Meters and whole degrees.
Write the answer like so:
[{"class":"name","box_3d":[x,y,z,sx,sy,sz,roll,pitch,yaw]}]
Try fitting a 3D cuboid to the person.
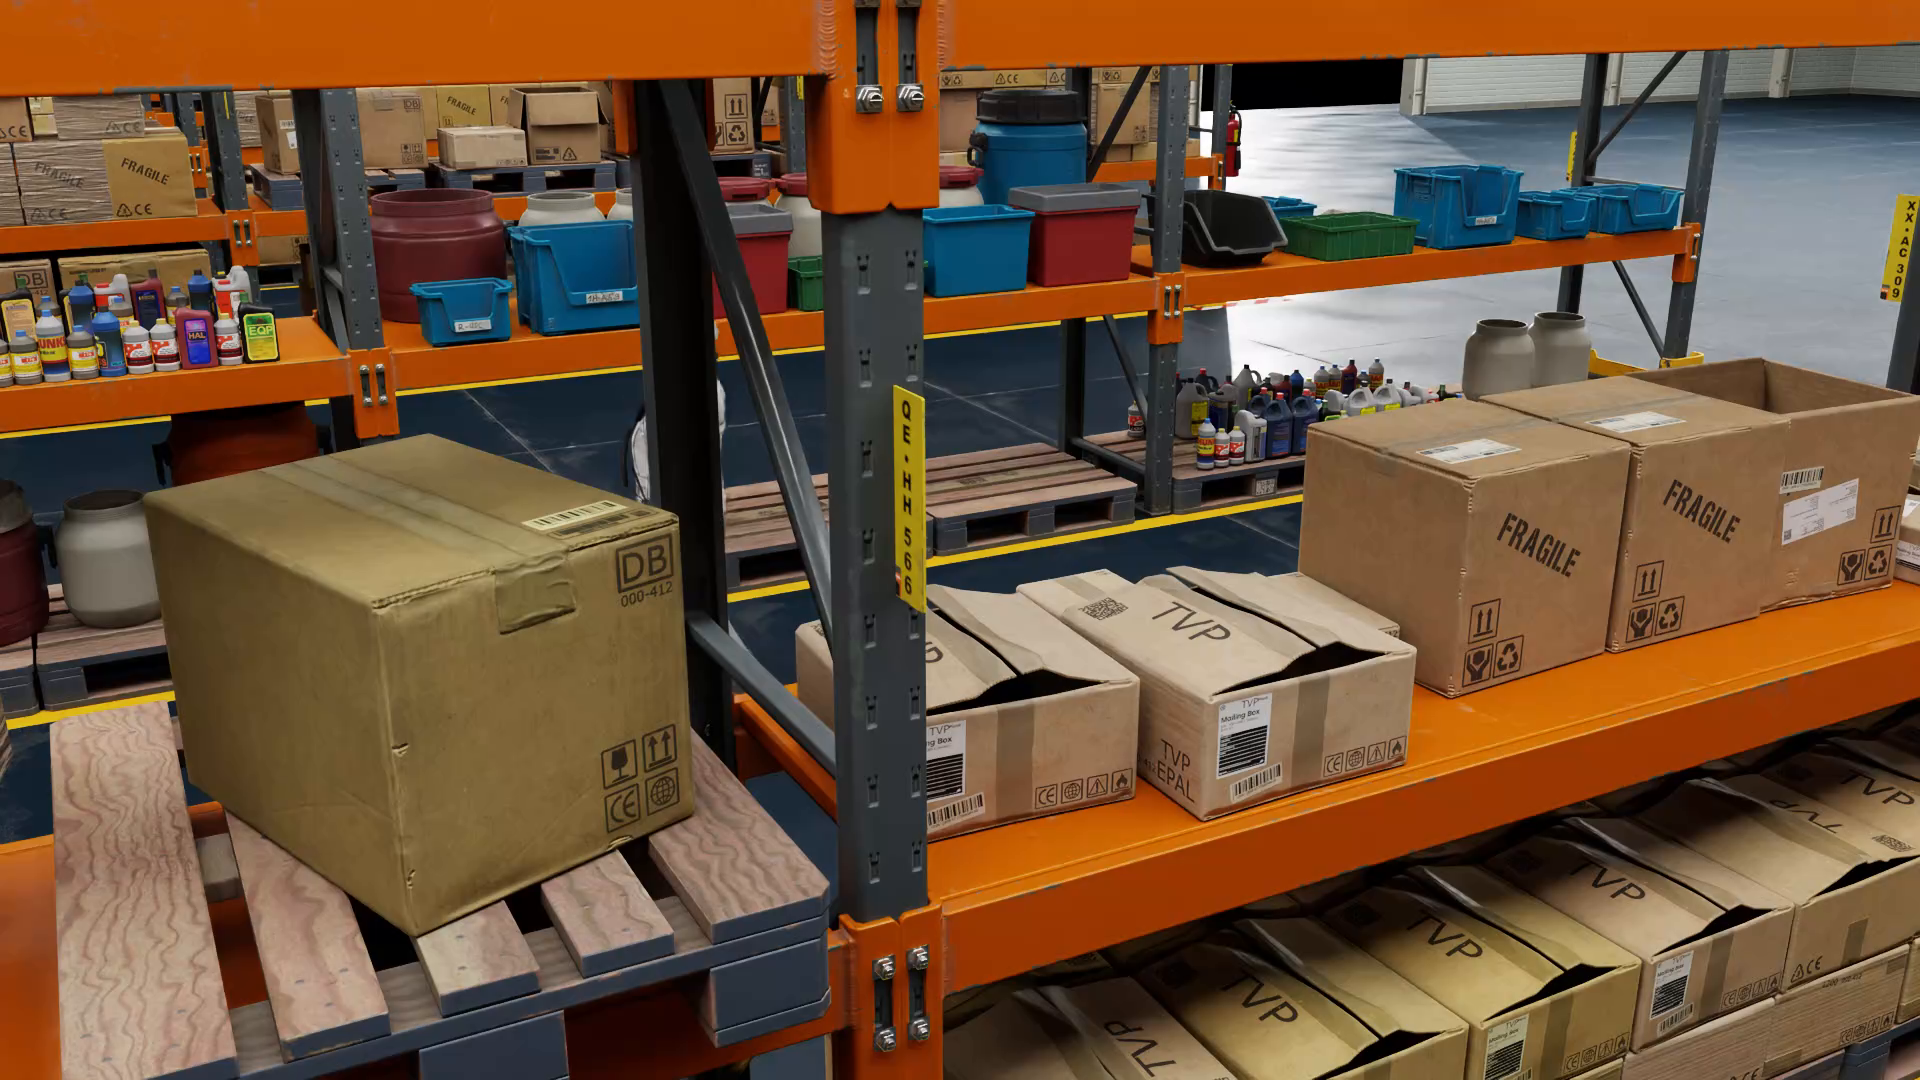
[{"class":"person","box_3d":[-1.179,-0.105,6.375,0.903,1.618,0.496,7,20,20]}]
